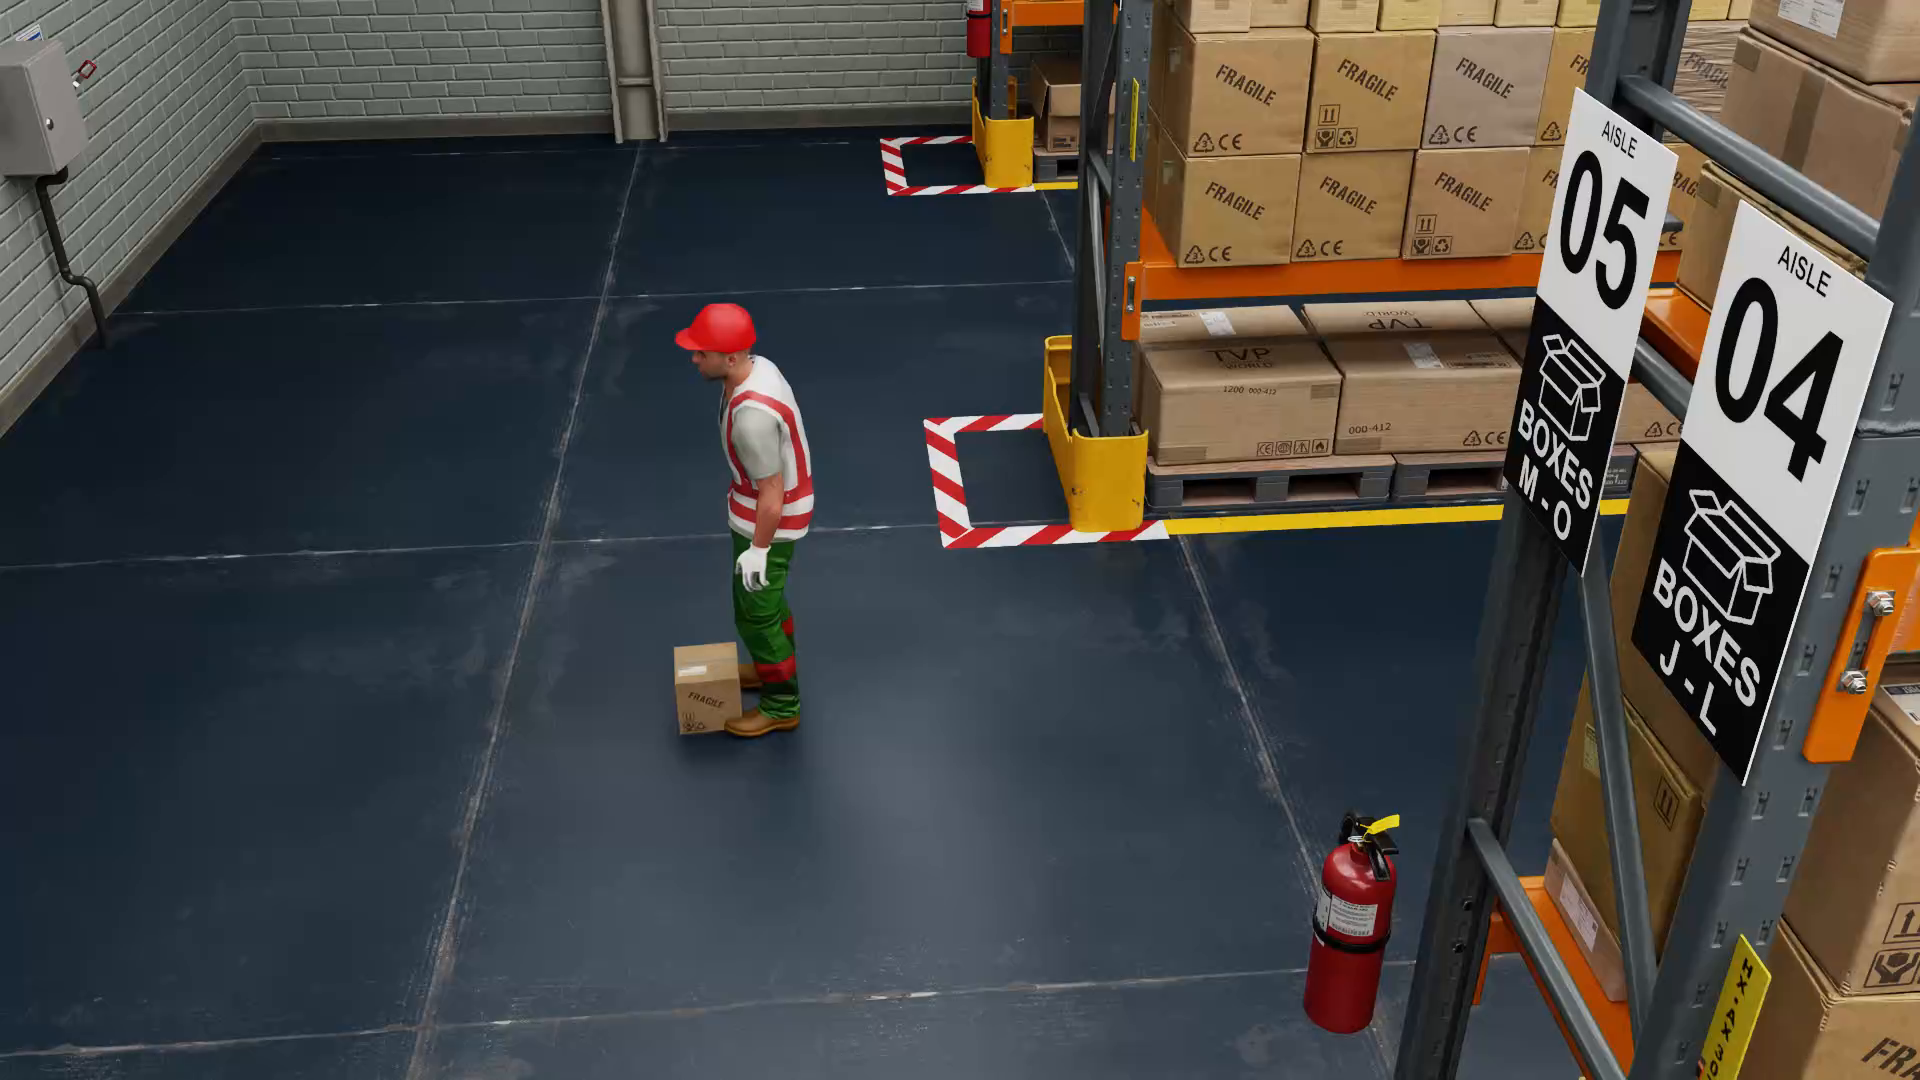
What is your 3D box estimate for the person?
[{"bbox_3d":[-0.775,-0.072,6.240,0.451,1.778,0.612,-4,31,-7],"label":"person"}]
